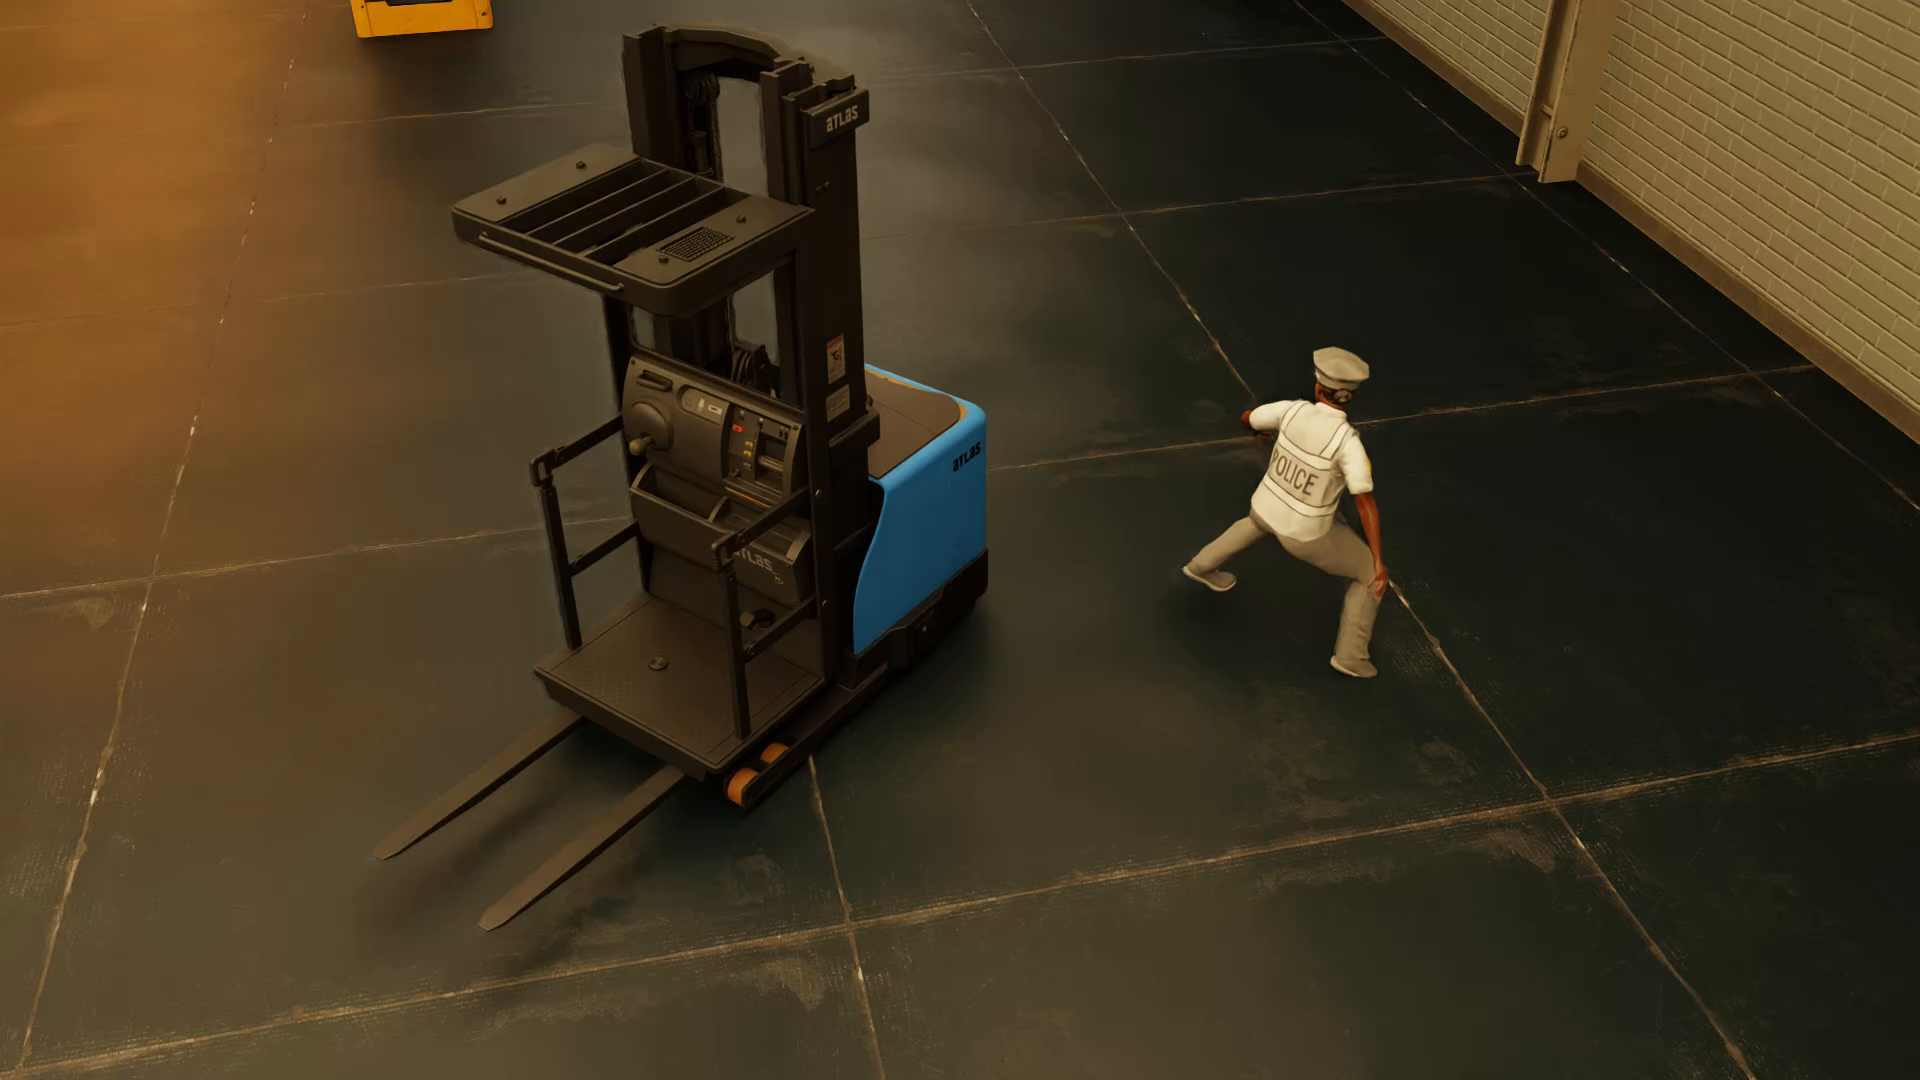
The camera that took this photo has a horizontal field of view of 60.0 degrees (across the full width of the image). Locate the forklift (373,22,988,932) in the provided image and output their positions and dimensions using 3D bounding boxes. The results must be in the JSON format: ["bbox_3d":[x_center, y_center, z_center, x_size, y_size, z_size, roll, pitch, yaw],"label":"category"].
[{"bbox_3d":[-1.134,-0.388,6.590,1.130,2.935,3.031,23,42,28],"label":"forklift"}]

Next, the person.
[{"bbox_3d":[1.576,-0.095,7.470,0.500,1.569,1.112,-22,41,-28],"label":"person"}]
